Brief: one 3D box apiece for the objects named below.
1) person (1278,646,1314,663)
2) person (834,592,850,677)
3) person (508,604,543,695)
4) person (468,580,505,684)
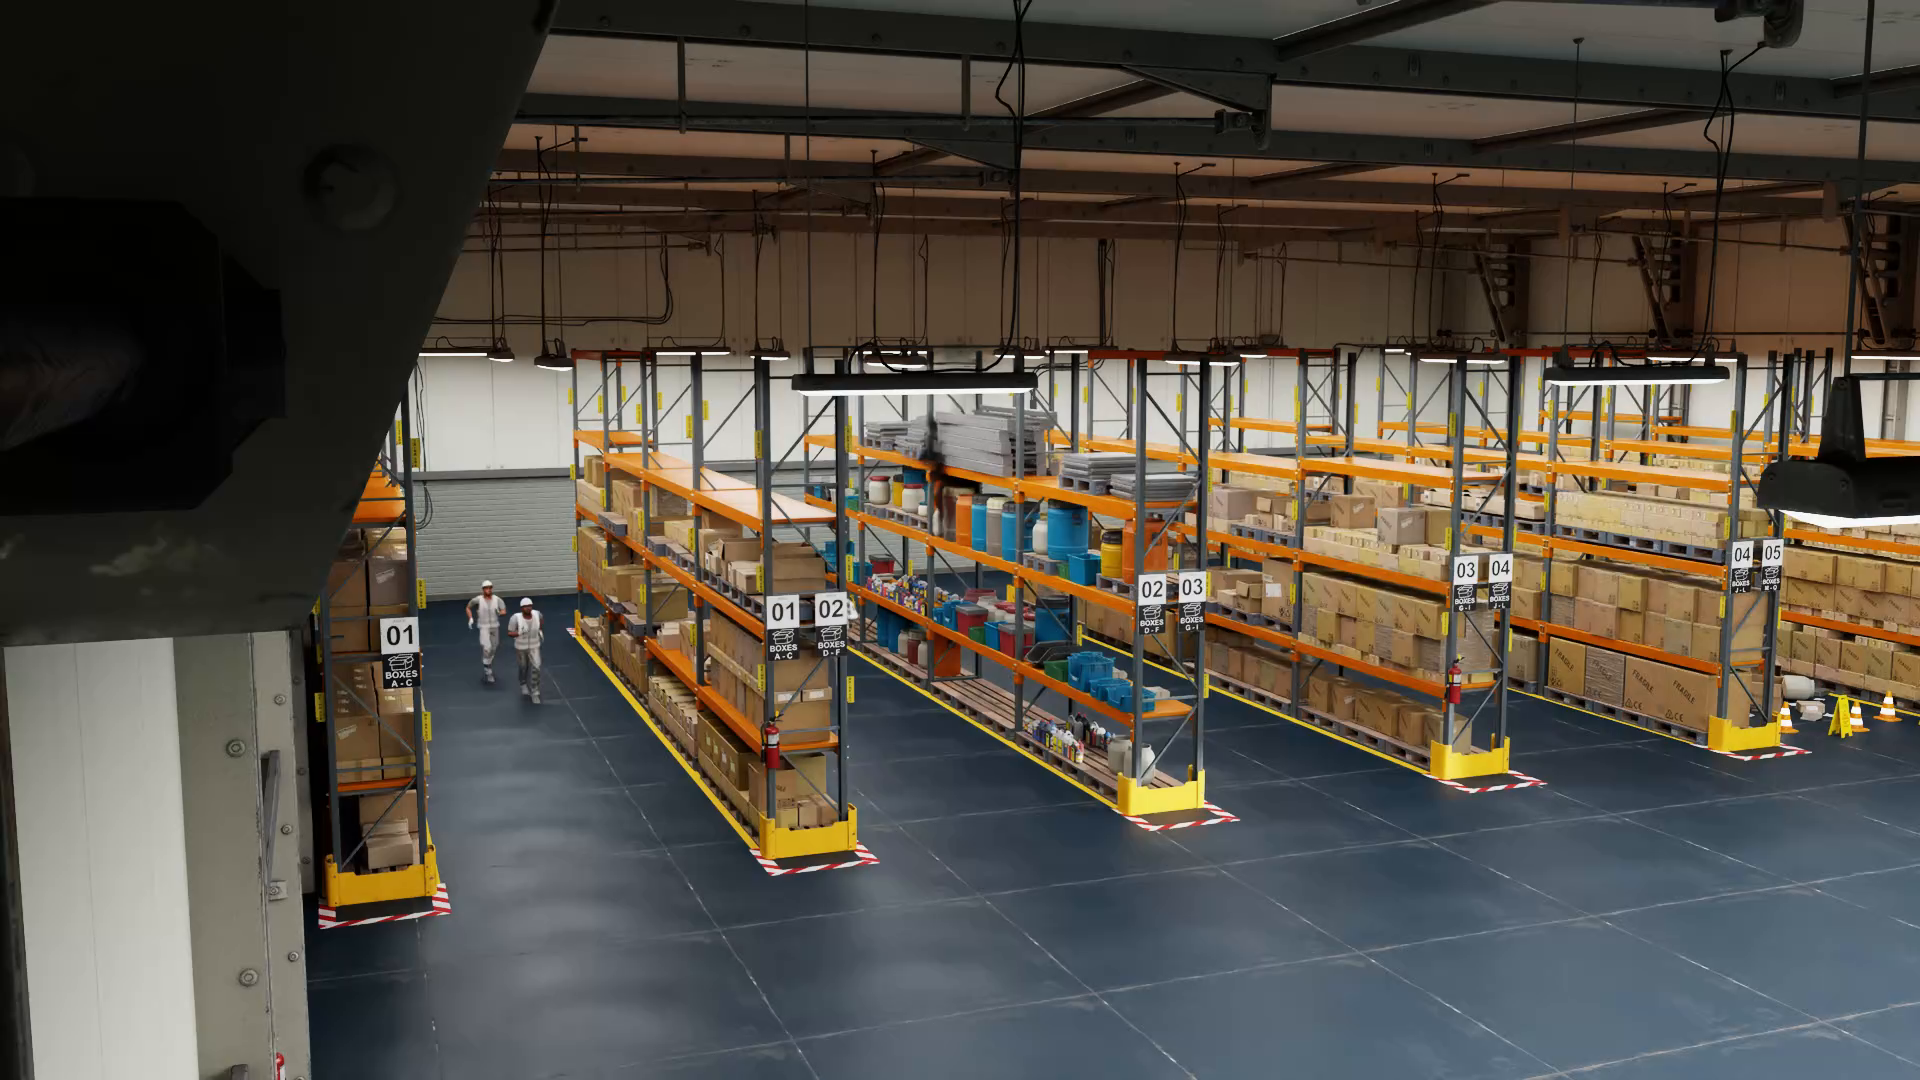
[{"bbox_3d":[6.380,1.576,31.167,0.724,1.813,1.051,-2,7,-17],"label":"person"},{"bbox_3d":[-2.065,1.614,28.820,0.360,1.679,0.799,-3,8,-22],"label":"person"},{"bbox_3d":[-7.468,1.829,28.659,0.660,1.641,0.839,-3,8,-24],"label":"person"},{"bbox_3d":[-8.623,1.650,30.445,0.607,1.837,0.843,-5,9,-34],"label":"person"}]
